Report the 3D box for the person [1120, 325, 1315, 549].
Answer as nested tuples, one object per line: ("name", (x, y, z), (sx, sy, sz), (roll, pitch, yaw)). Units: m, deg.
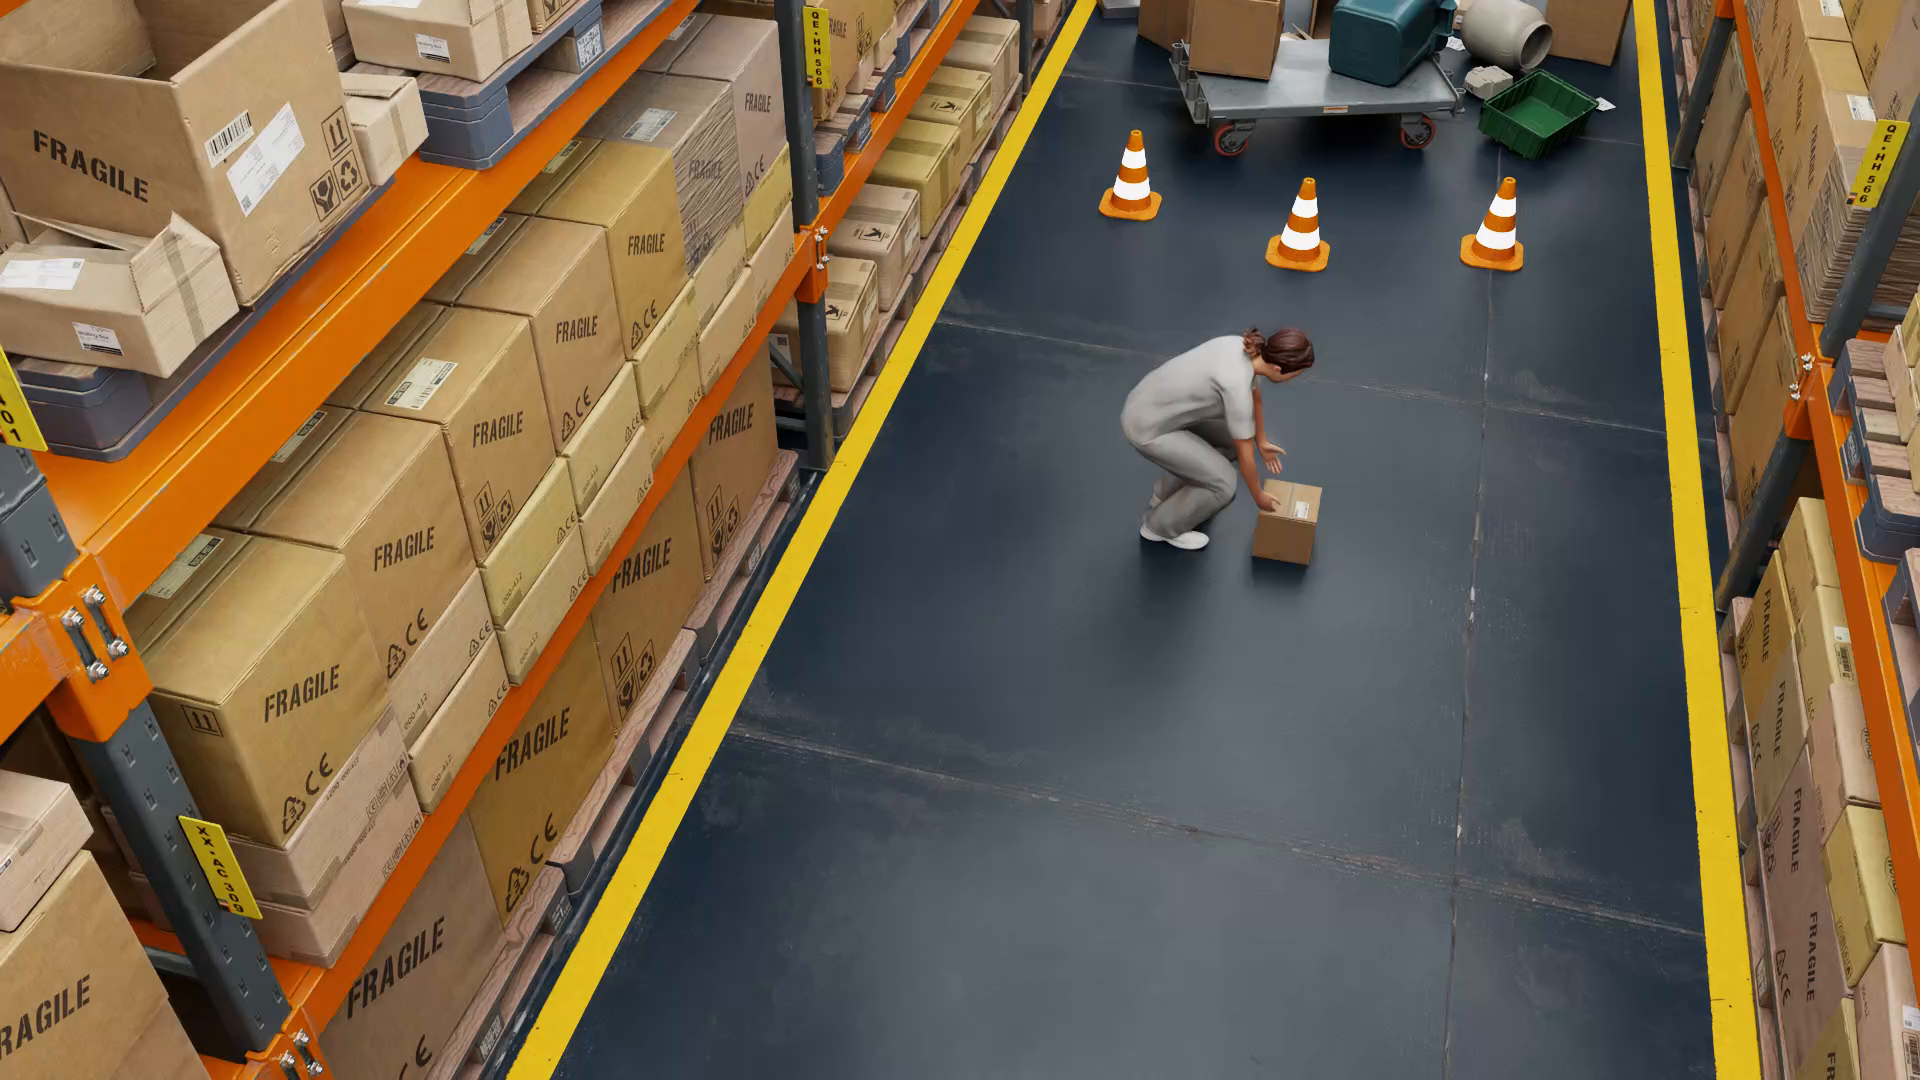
("person", (1.082, -0.479, 7.165), (0.765, 1.075, 0.491), (10, 42, 11))
